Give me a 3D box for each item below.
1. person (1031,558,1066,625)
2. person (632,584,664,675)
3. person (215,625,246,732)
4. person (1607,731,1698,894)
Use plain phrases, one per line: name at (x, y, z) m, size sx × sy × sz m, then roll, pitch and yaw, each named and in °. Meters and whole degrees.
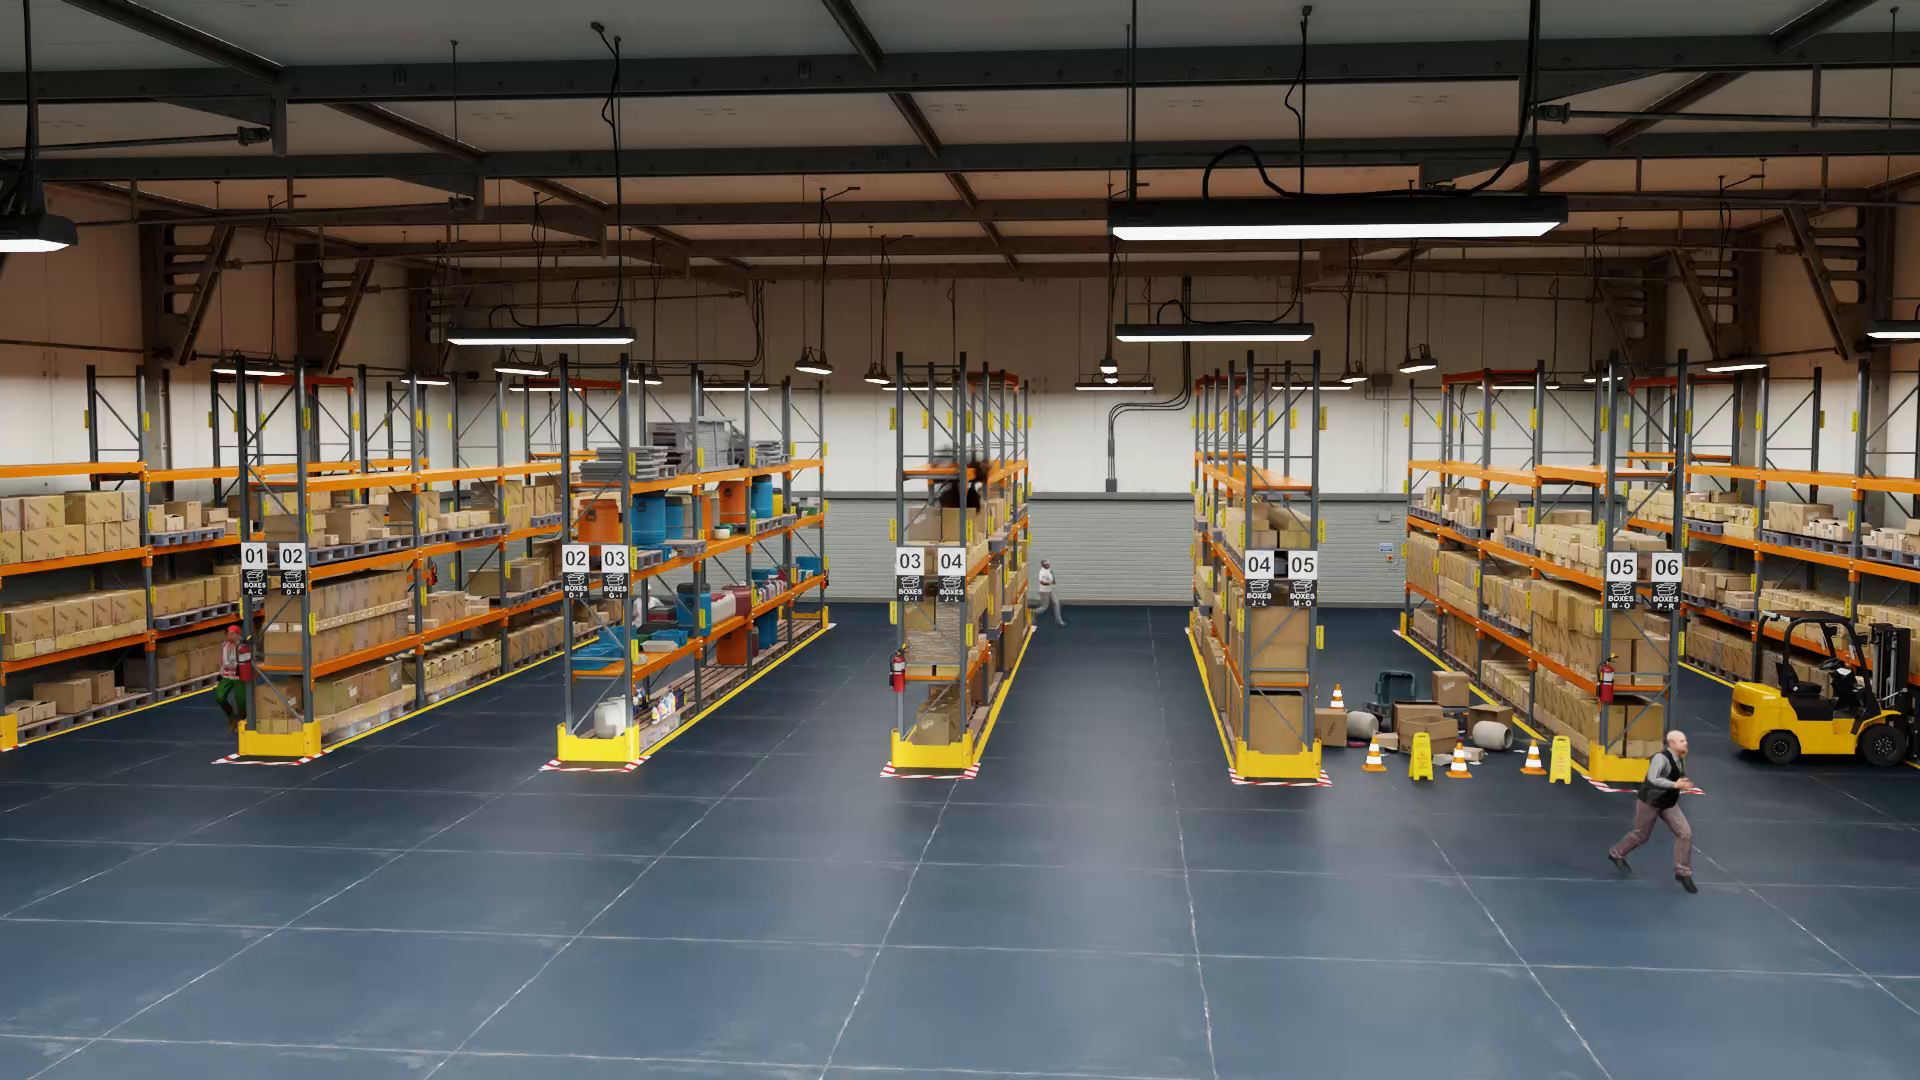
person at (2.116, 1.283, 40.975) m, size 0.896 × 1.669 × 0.606 m, roll 2°, pitch 4°, yaw 25°
person at (-6.245, 1.771, 33.152) m, size 0.638 × 1.835 × 0.777 m, roll 0°, pitch 4°, yaw 6°
person at (-11.623, 2.217, 26.661) m, size 0.643 × 1.735 × 0.761 m, roll 0°, pitch 4°, yaw 5°
person at (7.492, 2.887, 17.967) m, size 0.657 × 1.735 × 1.013 m, roll -3°, pitch 5°, yaw -34°
